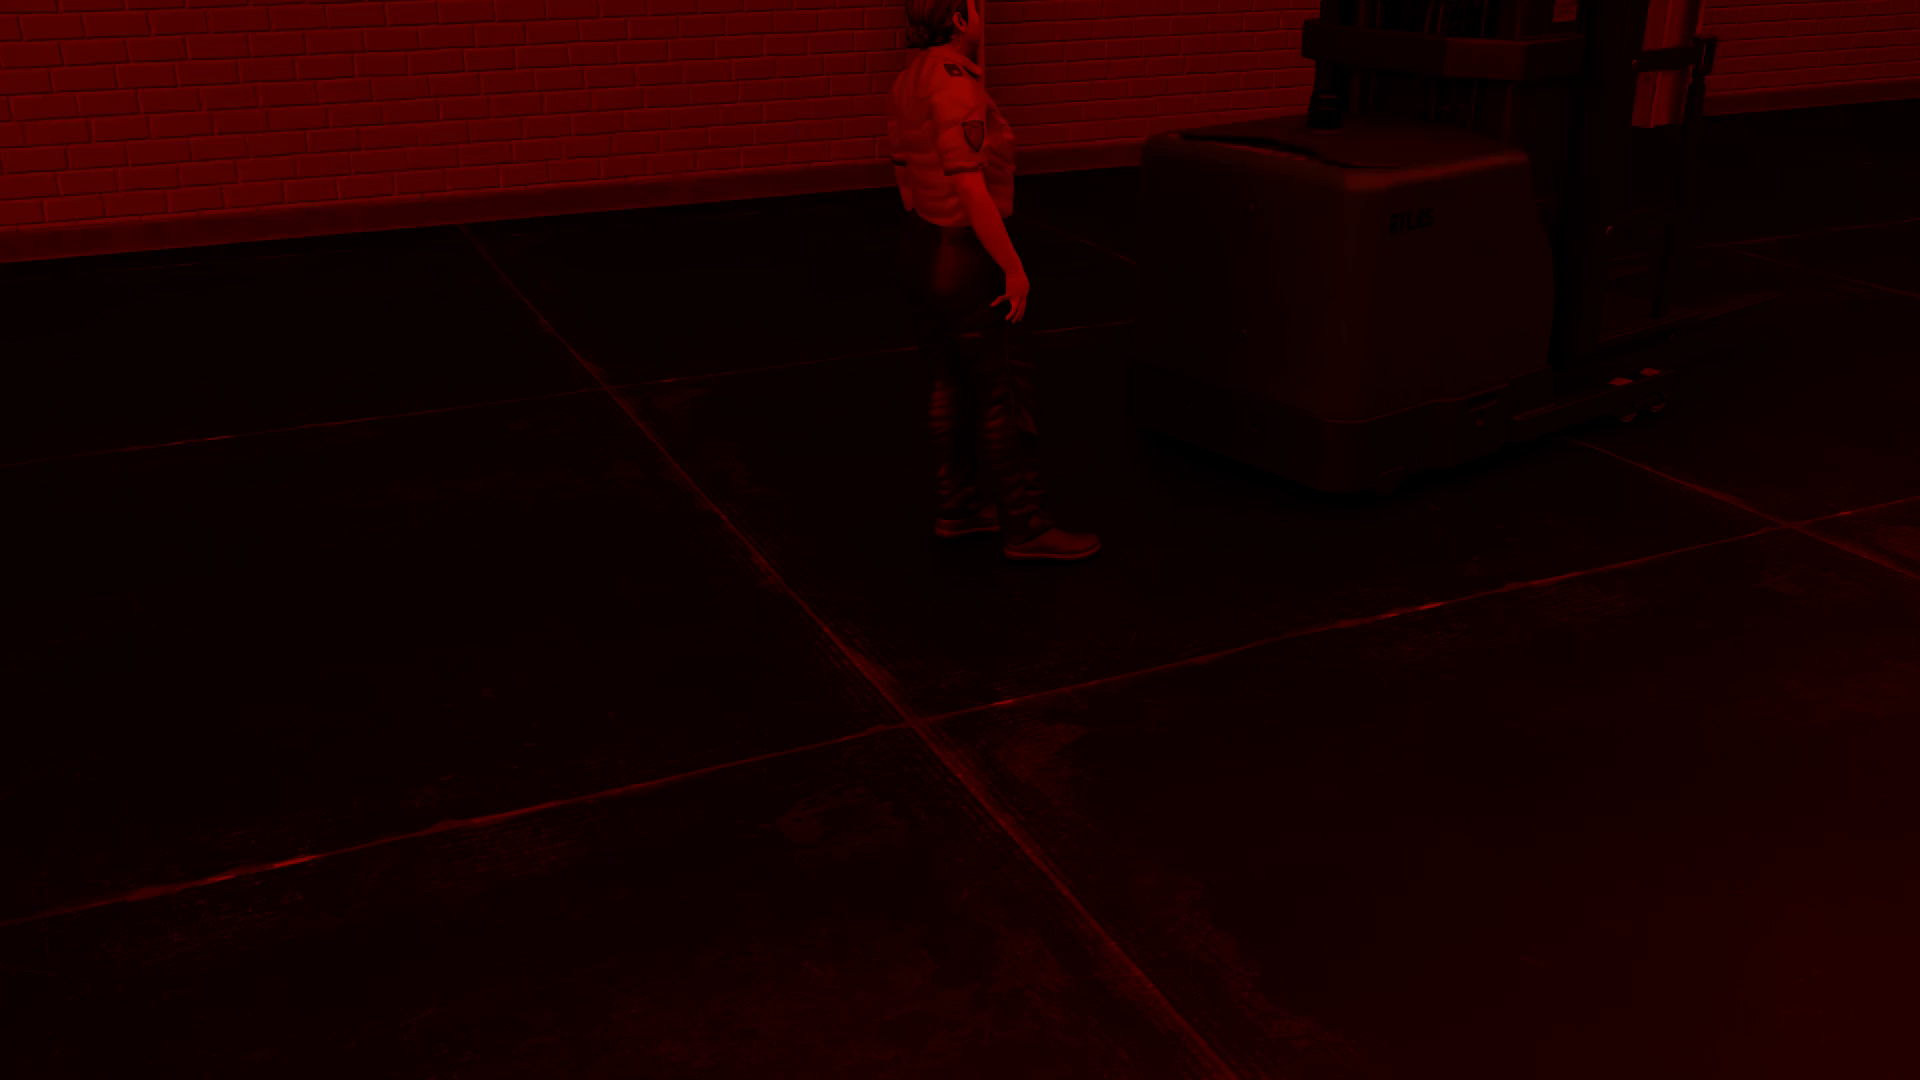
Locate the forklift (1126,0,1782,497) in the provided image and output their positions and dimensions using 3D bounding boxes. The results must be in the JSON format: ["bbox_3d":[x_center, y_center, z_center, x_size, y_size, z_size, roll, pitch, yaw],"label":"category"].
[{"bbox_3d":[2.074,-1.931,5.935,3.031,2.935,1.130,-17,28,-34],"label":"forklift"}]

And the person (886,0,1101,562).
[{"bbox_3d":[0.090,-0.775,4.804,0.503,1.650,0.599,-10,25,-23],"label":"person"}]
